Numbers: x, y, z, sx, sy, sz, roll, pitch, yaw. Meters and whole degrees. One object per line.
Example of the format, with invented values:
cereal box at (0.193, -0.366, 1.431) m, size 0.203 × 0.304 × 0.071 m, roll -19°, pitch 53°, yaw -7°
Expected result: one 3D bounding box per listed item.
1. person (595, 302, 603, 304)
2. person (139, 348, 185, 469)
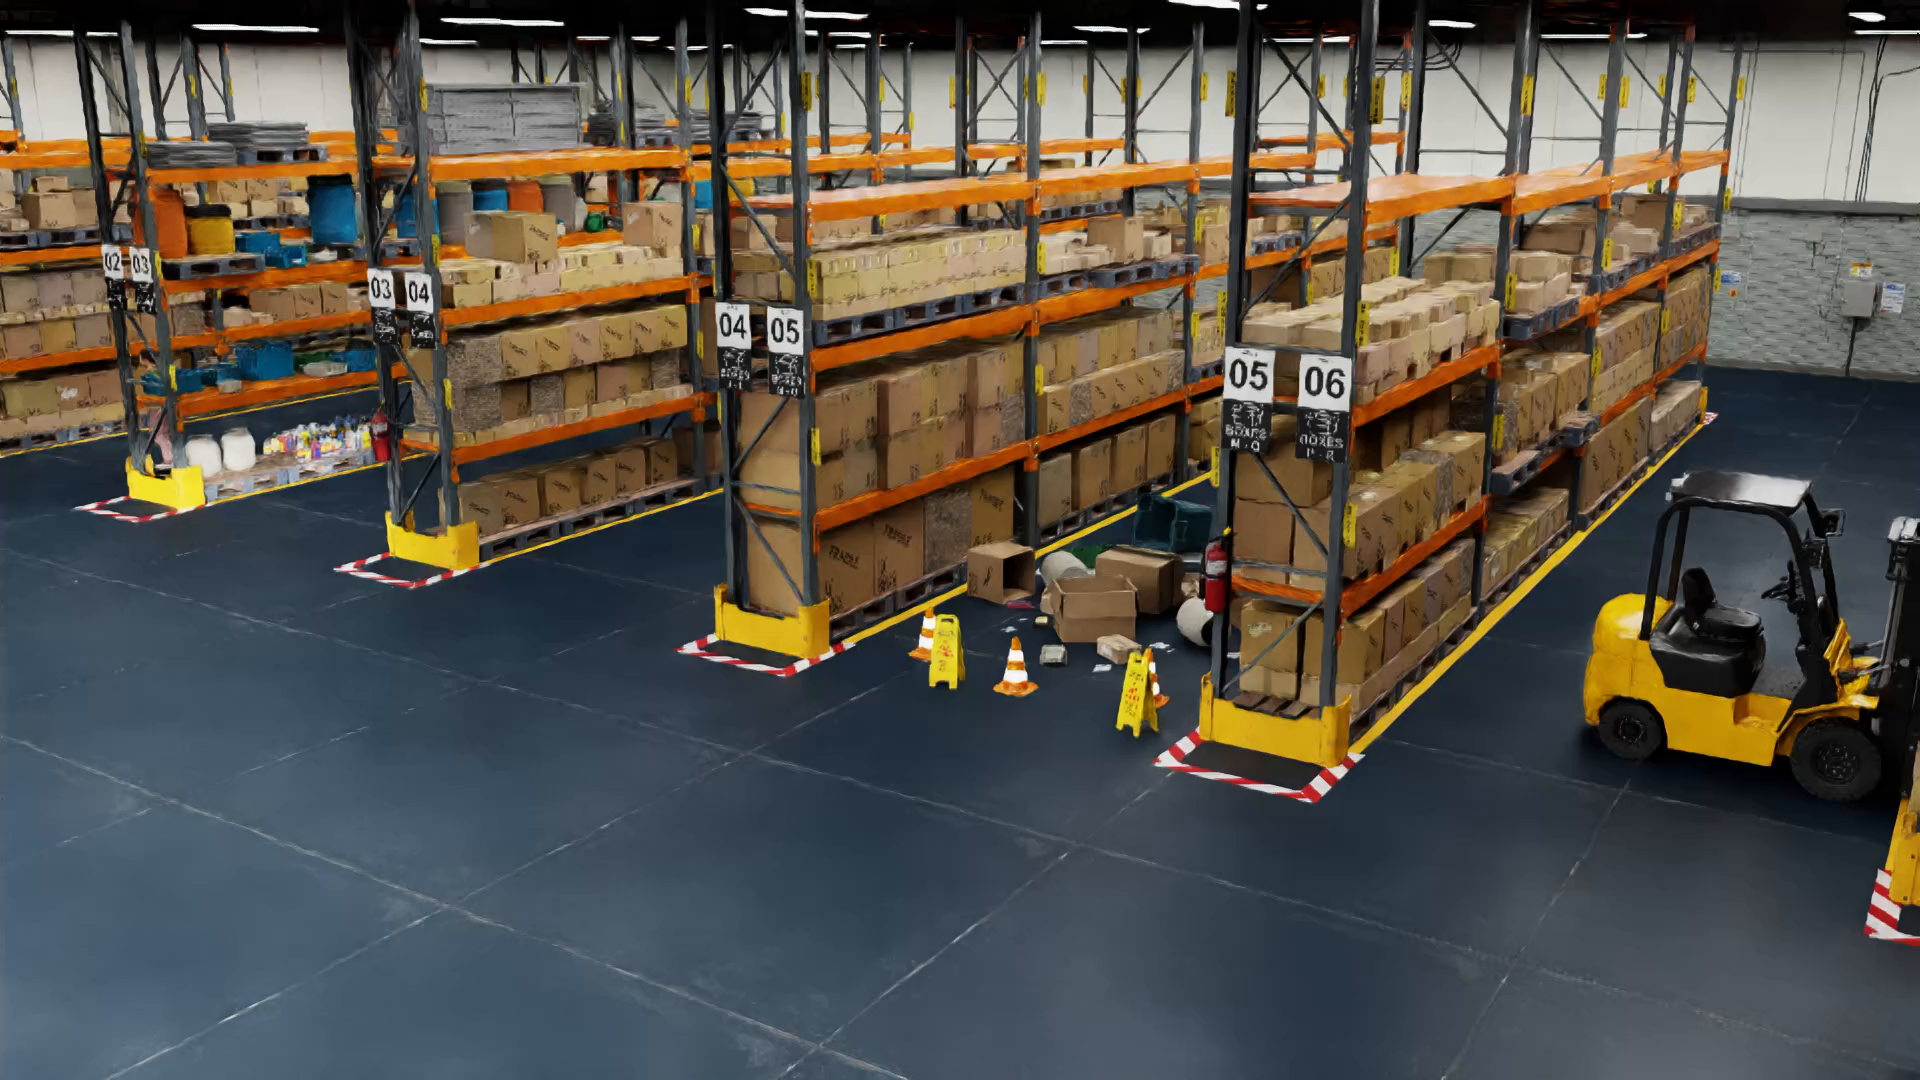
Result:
person at (-5.594, -2.835, 26.033) m, size 0.719 × 1.775 × 0.399 m, roll -11°, pitch 19°, yaw -34°
person at (-10.771, -1.779, 22.529) m, size 0.503 × 1.664 × 0.520 m, roll -6°, pitch 16°, yaw -19°
